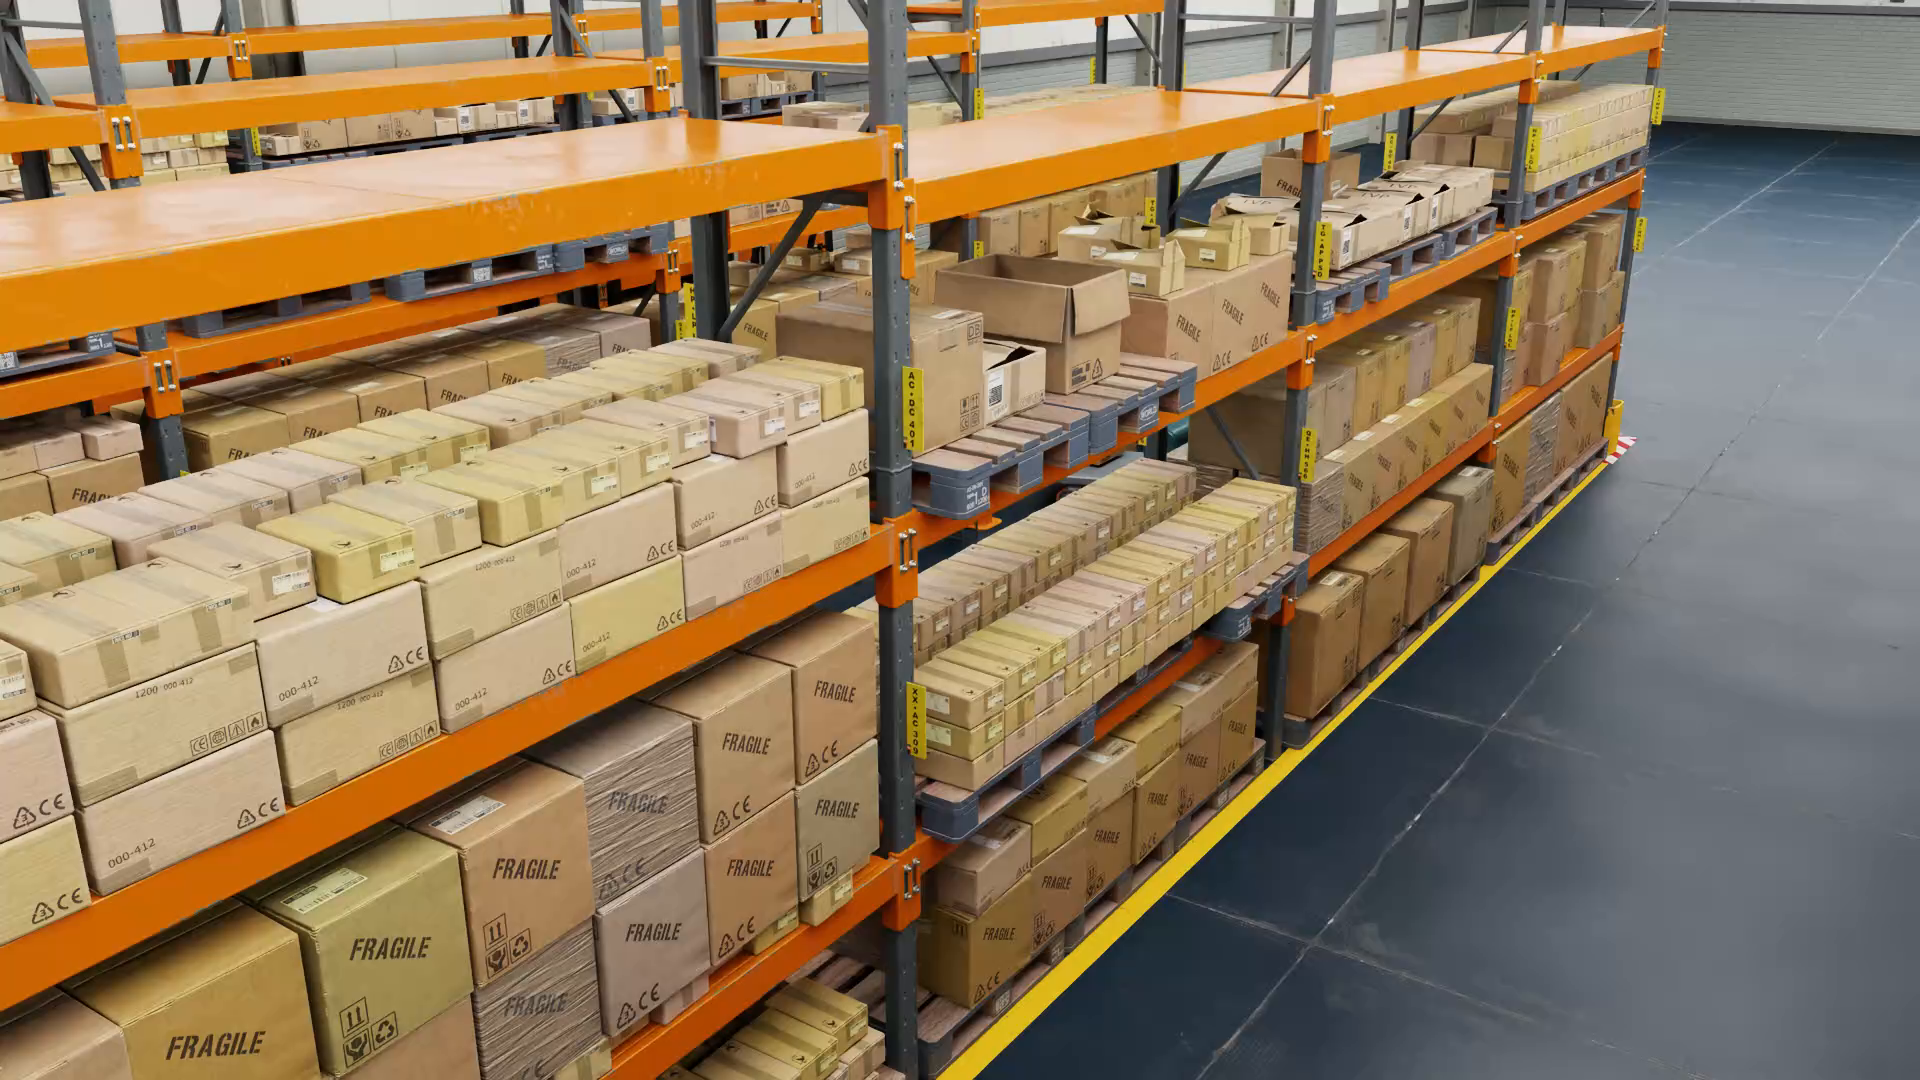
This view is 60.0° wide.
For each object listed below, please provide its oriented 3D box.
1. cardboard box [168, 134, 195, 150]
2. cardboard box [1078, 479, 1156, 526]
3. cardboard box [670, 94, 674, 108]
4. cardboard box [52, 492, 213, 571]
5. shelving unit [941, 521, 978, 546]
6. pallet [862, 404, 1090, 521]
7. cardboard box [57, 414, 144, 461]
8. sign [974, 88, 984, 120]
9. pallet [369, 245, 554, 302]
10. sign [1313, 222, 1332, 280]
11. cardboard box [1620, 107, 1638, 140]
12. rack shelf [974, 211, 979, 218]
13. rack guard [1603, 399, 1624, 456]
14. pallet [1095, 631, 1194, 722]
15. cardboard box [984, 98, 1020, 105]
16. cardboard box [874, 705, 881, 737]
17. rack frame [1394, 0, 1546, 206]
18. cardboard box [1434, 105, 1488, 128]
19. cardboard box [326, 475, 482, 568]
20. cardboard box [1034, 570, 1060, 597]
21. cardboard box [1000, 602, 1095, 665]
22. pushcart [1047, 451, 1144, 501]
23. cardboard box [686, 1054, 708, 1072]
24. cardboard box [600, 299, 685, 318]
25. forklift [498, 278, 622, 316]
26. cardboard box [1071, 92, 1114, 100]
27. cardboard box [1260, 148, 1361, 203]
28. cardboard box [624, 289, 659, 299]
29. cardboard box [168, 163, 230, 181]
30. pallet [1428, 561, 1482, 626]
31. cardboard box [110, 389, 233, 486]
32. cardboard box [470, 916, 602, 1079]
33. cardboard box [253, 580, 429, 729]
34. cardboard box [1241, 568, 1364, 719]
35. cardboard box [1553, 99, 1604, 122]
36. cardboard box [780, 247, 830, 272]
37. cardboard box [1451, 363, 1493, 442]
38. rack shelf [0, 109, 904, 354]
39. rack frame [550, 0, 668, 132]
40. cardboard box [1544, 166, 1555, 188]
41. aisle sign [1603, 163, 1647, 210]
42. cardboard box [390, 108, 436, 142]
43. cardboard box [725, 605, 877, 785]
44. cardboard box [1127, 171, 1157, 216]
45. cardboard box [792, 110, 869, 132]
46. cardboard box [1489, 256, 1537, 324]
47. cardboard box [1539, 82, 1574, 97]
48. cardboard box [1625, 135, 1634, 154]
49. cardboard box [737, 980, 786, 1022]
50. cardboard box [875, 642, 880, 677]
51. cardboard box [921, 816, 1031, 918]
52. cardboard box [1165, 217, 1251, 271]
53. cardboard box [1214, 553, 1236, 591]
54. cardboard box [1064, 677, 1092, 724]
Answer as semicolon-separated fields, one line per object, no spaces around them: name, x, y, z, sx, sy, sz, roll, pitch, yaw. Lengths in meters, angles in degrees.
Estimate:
cardboard box;-6.828;-3.458;14.327;0.380;0.149;0.250;12;24;30
cardboard box;0.903;-0.219;9.581;0.380;0.149;0.250;13;24;32
cardboard box;-3.460;-4.977;18.832;0.380;0.149;0.250;14;25;33
cardboard box;-2.325;-0.002;4.690;0.380;0.149;0.250;13;24;31
shelving unit;-0.005;-0.420;14.250;0.258;0.900;0.210;13;24;32
pallet;-0.200;-0.430;7.199;1.213;0.211;1.003;13;24;32
cardboard box;-4.696;-0.561;9.086;0.380;0.149;0.250;13;24;31
sign;0.172;-3.914;15.033;0.100;0.325;0.005;13;24;32
pallet;-3.481;-1.841;11.014;1.003;0.211;1.213;15;25;34
sign;2.061;-1.646;9.469;0.100;0.325;0.005;13;24;32
cardboard box;5.785;-3.780;15.022;0.500;0.250;0.500;13;24;32
rack shelf;0.836;-3.830;17.157;1.077;0.370;4.000;13;24;32
rack guard;6.124;-1.233;17.025;1.175;0.500;0.348;13;24;32
pallet;0.535;0.563;8.843;1.003;0.211;1.213;13;24;32
cardboard box;0.383;-4.369;16.789;0.380;0.149;0.250;14;24;32
cardboard box;-0.576;0.813;7.648;0.380;0.149;0.250;13;24;31
rack frame;3.862;-4.064;12.429;1.000;3.000;0.127;13;24;32
cardboard box;4.088;-3.469;13.607;0.380;0.149;0.250;13;24;32
cardboard box;-1.616;-0.054;4.832;0.380;0.149;0.250;14;25;34
cardboard box;0.304;0.226;8.806;0.380;0.149;0.250;14;25;34
cardboard box;0.407;0.438;7.804;0.380;0.149;0.250;13;24;31
pushcart;1.625;-0.527;15.293;1.648;0.377;0.936;5;21;13
cardboard box;-1.279;2.254;7.070;0.380;0.149;0.250;13;24;32
cardboard box;-2.512;-1.607;13.256;0.500;0.500;0.500;12;24;30
forklift;-3.178;-1.618;14.560;1.130;2.935;3.031;12;24;30
cardboard box;1.380;-4.568;17.328;0.380;0.149;0.250;13;24;32
cardboard box;2.359;-2.354;11.235;0.500;0.500;0.500;13;24;32
cardboard box;-3.569;-2.753;19.447;0.500;0.250;0.500;13;24;32
cardboard box;-6.732;-3.148;14.492;0.500;0.250;0.500;12;24;30
pallet;3.491;0.293;13.315;1.003;0.211;1.213;13;24;32
cardboard box;-4.742;-0.585;10.084;0.500;0.500;0.500;14;25;34
cardboard box;-1.556;1.487;5.496;0.500;0.500;0.500;13;24;30
cardboard box;-1.836;0.254;4.575;0.500;0.250;0.500;14;24;32
cardboard box;2.030;0.598;11.109;1.050;0.750;0.750;13;24;31
cardboard box;5.203;-3.632;14.048;0.380;0.149;0.250;13;24;32
cardboard box;-1.371;-2.477;14.672;0.380;0.149;0.250;15;25;35
cardboard box;3.790;-1.096;12.907;0.500;0.500;0.500;13;24;32
rack shelf;-1.759;-0.856;4.798;1.077;0.370;4.000;13;24;32
rack frame;-2.537;-3.853;11.858;1.000;3.000;0.127;13;24;32
cardboard box;4.492;-2.896;13.208;0.380;0.149;0.250;13;24;32
aisle sign;6.399;-3.579;16.018;0.394;0.787;0.004;13;24;32
cardboard box;-5.464;-4.156;16.108;0.500;0.500;0.500;14;24;33
cardboard box;-0.676;0.577;6.515;0.500;0.500;0.500;12;24;30
cardboard box;1.853;-3.801;18.350;0.700;0.500;0.500;13;24;31
cardboard box;-1.064;-3.467;14.027;0.500;0.250;0.500;14;24;33
cardboard box;4.311;-2.107;14.012;0.875;0.550;0.550;13;24;32
cardboard box;5.518;-4.200;15.582;0.380;0.149;0.250;13;24;32
cardboard box;5.918;-3.624;15.174;0.380;0.149;0.250;14;24;33
cardboard box;-1.000;1.964;7.425;0.380;0.149;0.250;14;25;34
cardboard box;-0.571;0.533;7.546;0.380;0.149;0.250;15;25;34
cardboard box;-0.001;1.508;7.929;0.500;0.250;0.500;12;23;29
cardboard box;1.325;-1.599;8.840;0.396;0.266;0.258;13;24;32
cardboard box;1.277;0.134;9.056;0.380;0.149;0.250;13;24;32
cardboard box;0.404;0.719;7.902;0.380;0.149;0.250;14;24;32
